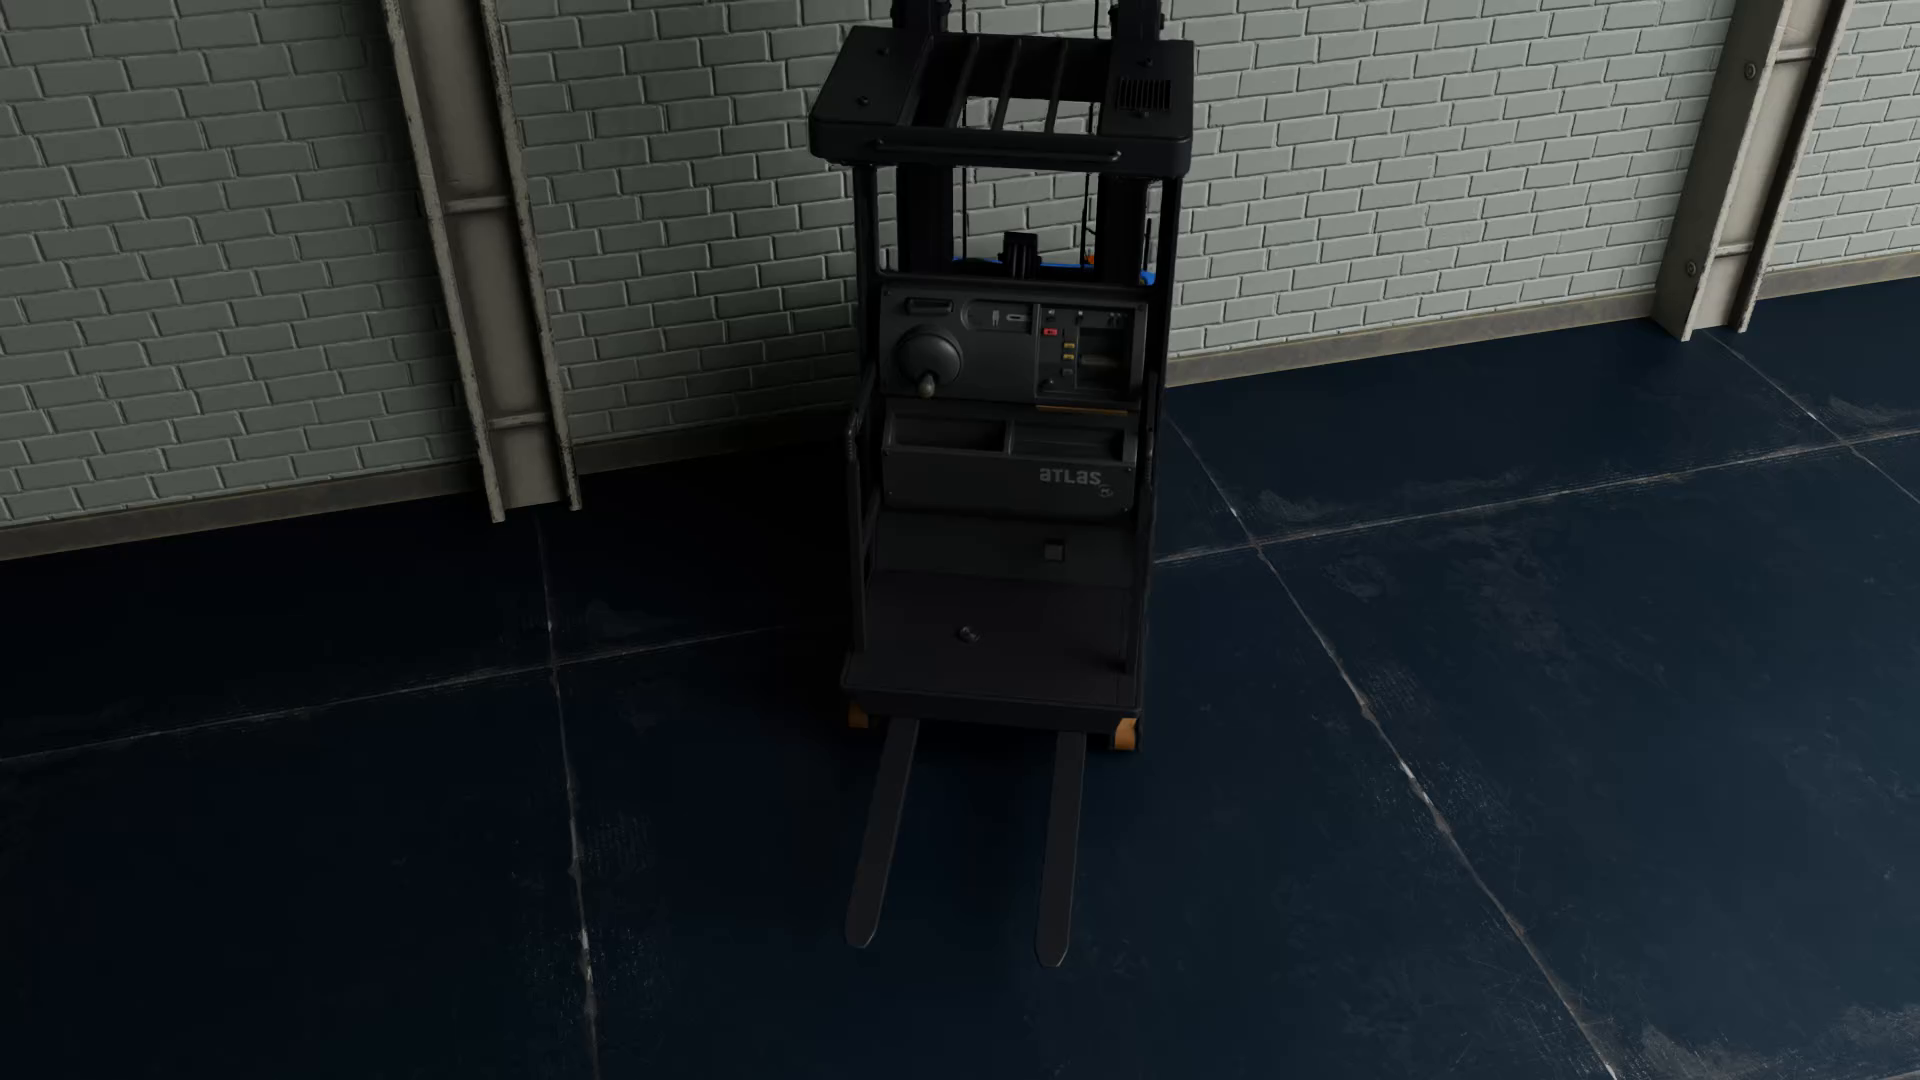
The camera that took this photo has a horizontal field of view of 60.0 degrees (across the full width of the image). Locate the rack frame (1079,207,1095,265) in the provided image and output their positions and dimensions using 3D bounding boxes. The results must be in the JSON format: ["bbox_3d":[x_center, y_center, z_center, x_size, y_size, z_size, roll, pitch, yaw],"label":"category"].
[{"bbox_3d":[0.580,-0.888,7.417,0.006,1.200,0.240,-18,41,-24],"label":"rack frame"}]

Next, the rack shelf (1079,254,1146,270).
[{"bbox_3d":[0.665,-1.167,7.266,0.180,0.103,0.258,-18,41,-24],"label":"rack shelf"}]

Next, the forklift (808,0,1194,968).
[{"bbox_3d":[0.158,-0.601,5.623,1.130,2.935,3.031,4,38,6],"label":"forklift"}]

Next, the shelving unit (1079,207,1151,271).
[{"bbox_3d":[0.659,-0.915,7.454,0.189,1.200,0.258,-18,41,-24],"label":"shelving unit"}]

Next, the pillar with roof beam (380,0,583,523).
[{"bbox_3d":[-0.796,-1.246,1.473,0.400,9.000,9.100,-9,38,-12],"label":"pillar with roof beam"}]

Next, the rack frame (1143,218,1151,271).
[{"bbox_3d":[0.739,-0.941,7.492,0.006,1.200,0.240,-18,41,-24],"label":"rack frame"}]

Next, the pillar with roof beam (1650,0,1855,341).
[{"bbox_3d":[4.997,-2.197,2.715,0.400,9.000,9.100,-9,38,-12],"label":"pillar with roof beam"}]
